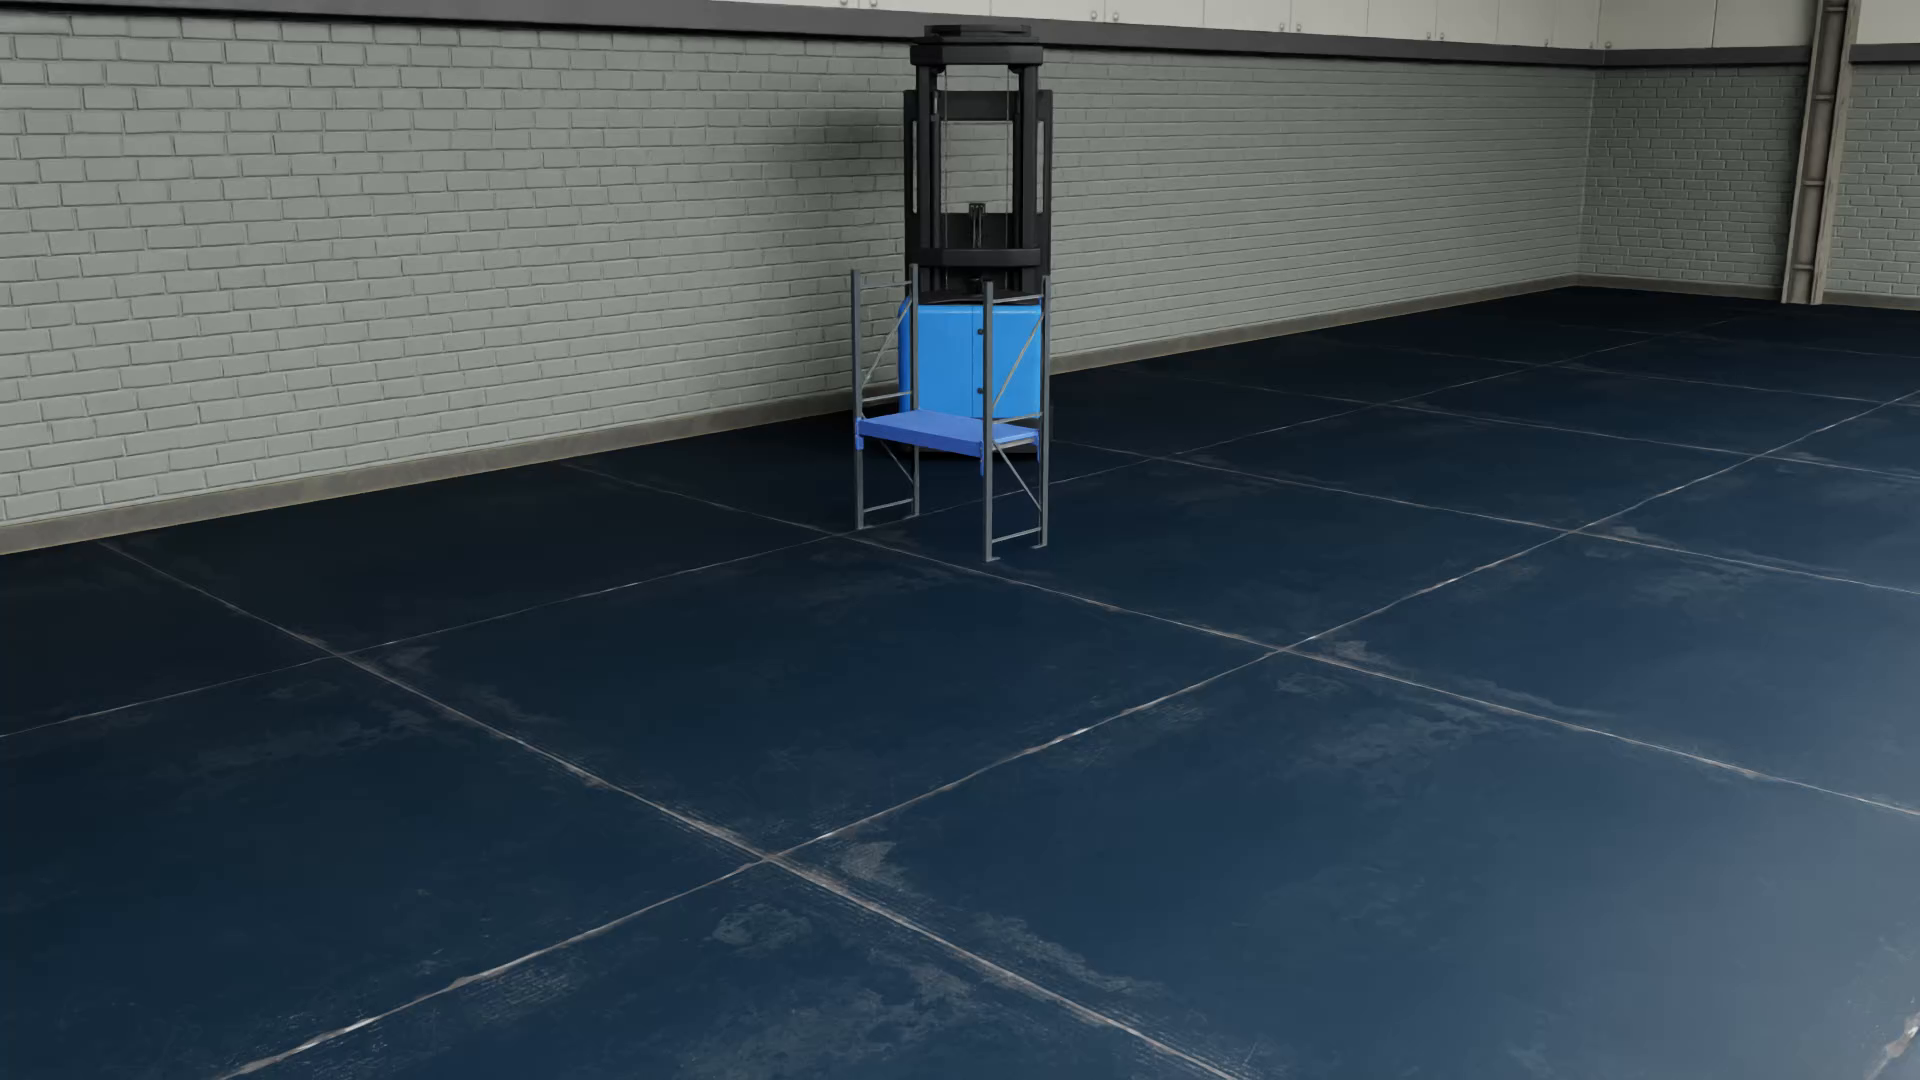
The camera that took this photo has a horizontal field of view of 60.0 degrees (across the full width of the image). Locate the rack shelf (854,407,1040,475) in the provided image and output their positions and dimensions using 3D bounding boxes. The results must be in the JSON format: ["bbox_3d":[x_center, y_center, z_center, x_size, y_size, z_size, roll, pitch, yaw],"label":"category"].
[{"bbox_3d":[-0.061,-0.567,9.346,1.000,0.185,0.538,14,20,42],"label":"rack shelf"}]

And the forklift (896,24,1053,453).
[{"bbox_3d":[0.143,-2.333,12.573,1.130,2.935,3.031,1,15,2],"label":"forklift"}]

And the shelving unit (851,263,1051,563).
[{"bbox_3d":[-0.061,-0.741,9.300,1.048,1.500,0.538,14,20,42],"label":"shelving unit"}]

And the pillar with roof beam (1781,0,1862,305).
[{"bbox_3d":[7.542,-6.538,16.677,0.400,9.000,9.100,14,20,42],"label":"pillar with roof beam"}]

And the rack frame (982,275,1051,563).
[{"bbox_3d":[0.305,-0.652,8.959,0.032,1.500,0.500,14,20,42],"label":"rack frame"}]

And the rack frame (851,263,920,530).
[{"bbox_3d":[-0.427,-0.830,9.642,0.032,1.500,0.500,14,20,42],"label":"rack frame"}]
